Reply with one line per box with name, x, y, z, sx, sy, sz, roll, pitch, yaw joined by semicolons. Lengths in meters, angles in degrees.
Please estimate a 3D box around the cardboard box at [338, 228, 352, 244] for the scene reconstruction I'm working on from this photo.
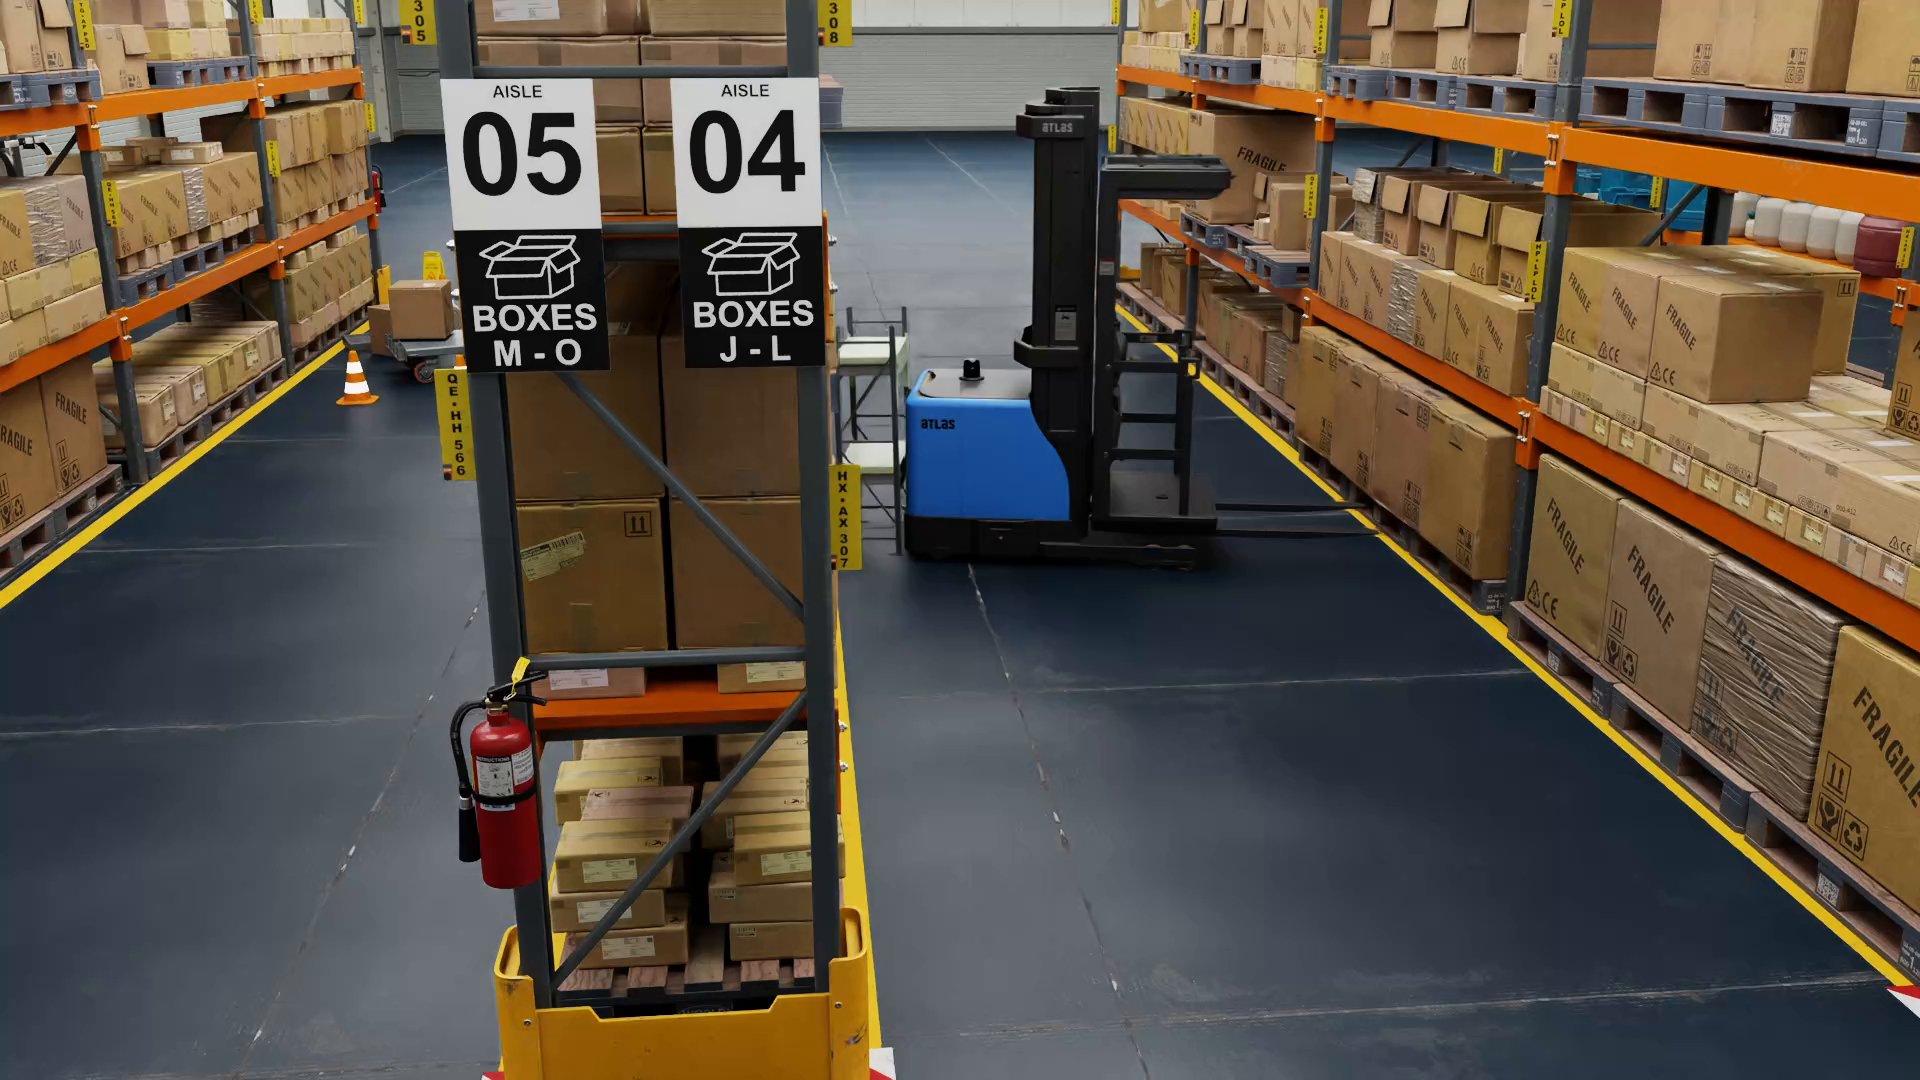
cardboard box;-6.978;-3.363;18.435;0.380;0.149;0.250;-1;17;-5

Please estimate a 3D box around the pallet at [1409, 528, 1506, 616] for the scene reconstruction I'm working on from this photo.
pallet;3.493;0.152;10.341;1.003;0.211;1.213;-2;18;-6

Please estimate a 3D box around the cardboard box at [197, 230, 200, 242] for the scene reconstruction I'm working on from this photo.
cardboard box;-6.691;-2.578;14.099;0.380;0.149;0.250;-2;18;-8

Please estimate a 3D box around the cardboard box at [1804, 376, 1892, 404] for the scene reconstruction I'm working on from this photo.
cardboard box;4.063;-0.592;7.808;0.500;0.250;0.500;-1;17;-5

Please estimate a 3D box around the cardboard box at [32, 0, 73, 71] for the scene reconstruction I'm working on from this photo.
cardboard box;-6.433;-3.410;11.148;0.797;0.503;0.637;-3;18;-9

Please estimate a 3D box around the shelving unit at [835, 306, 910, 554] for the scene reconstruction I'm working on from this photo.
shelving unit;-0.569;-0.735;10.999;0.431;1.500;0.755;0;17;4

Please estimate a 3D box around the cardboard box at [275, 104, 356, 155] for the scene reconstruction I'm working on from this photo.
cardboard box;-6.978;-4.441;17.983;0.700;0.500;0.500;-2;18;-6

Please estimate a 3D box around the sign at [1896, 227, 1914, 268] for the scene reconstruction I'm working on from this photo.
sign;7.615;-2.354;13.396;0.100;0.325;0.005;-2;18;-6

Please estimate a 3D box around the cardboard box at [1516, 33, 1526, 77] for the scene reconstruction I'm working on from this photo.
cardboard box;3.624;-2.870;9.749;0.500;0.311;0.500;-2;18;-8

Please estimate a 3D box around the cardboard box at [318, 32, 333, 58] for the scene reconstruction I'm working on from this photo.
cardboard box;-7.017;-5.273;17.711;0.500;0.250;0.500;-1;17;-4

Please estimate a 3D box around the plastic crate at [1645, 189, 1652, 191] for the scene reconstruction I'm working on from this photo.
plastic crate;7.890;-3.799;18.625;0.450;0.188;0.662;-2;18;-6

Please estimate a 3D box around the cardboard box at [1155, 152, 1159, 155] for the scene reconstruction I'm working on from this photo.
cardboard box;2.659;-4.106;18.585;0.875;0.500;0.500;-2;18;-6

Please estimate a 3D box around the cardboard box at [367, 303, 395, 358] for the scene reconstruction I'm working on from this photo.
cardboard box;-5.792;-2.198;17.340;0.500;0.500;0.500;11;21;32

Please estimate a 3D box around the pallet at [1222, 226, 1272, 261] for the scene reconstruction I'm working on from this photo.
pallet;2.990;-2.640;14.897;1.003;0.211;1.213;-2;18;-6

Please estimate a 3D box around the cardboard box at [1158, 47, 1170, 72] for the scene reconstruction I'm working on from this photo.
cardboard box;2.415;-5.129;17.750;0.500;0.250;0.500;-2;18;-6

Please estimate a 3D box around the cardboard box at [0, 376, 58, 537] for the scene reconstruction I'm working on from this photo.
cardboard box;-6.546;-0.549;10.764;0.875;0.875;0.875;-2;17;-5

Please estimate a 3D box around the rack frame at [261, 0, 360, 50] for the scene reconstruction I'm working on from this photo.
rack frame;-7.447;-7.082;18.712;1.000;3.000;0.127;-2;18;-6

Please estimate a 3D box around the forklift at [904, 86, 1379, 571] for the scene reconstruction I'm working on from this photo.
forklift;1.187;-1.367;10.638;3.031;2.935;1.130;2;17;5

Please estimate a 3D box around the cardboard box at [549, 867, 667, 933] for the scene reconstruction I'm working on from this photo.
cardboard box;-1.222;1.233;5.802;0.380;0.149;0.250;-2;18;-7

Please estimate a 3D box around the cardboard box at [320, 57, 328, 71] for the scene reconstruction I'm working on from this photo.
cardboard box;-7.048;-5.130;17.921;0.380;0.149;0.250;-2;18;-6

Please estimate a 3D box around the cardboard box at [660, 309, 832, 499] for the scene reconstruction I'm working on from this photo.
cardboard box;-0.666;-0.445;5.253;0.500;0.500;0.500;-2;18;-6

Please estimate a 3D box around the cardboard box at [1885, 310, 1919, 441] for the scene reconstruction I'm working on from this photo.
cardboard box;4.168;-0.642;6.715;0.500;0.500;0.500;-2;18;-7

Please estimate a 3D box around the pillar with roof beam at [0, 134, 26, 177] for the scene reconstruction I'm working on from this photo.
pillar with roof beam;-9.545;-8.613;23.589;9.100;9.000;0.400;-2;18;-6

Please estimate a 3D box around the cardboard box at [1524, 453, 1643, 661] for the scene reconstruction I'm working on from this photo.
cardboard box;3.636;0.062;8.819;0.875;0.875;0.875;-2;18;-6

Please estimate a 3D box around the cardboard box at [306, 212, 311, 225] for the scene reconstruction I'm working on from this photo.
cardboard box;-6.933;-3.317;17.155;0.380;0.149;0.250;-2;18;-6

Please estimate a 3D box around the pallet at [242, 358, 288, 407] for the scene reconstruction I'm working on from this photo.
pallet;-6.953;-1.466;15.494;1.003;0.211;1.213;-2;18;-6

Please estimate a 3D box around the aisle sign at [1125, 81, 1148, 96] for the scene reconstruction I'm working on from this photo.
aisle sign;2.105;-5.776;20.226;0.394;0.787;0.004;-2;18;-6

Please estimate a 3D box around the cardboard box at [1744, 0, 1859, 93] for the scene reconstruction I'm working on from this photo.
cardboard box;3.752;-2.126;6.898;0.700;0.500;0.500;-1;17;-3

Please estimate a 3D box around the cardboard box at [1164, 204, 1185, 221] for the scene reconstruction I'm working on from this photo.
cardboard box;2.389;-3.492;17.711;0.380;0.149;0.250;-2;18;-6

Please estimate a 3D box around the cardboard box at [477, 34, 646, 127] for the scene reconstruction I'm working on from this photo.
cardboard box;-1.184;-1.364;4.920;0.500;0.250;0.500;-2;18;-7

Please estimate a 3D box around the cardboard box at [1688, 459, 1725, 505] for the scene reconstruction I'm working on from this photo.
cardboard box;3.510;-0.268;7.443;0.380;0.149;0.250;-2;18;-7

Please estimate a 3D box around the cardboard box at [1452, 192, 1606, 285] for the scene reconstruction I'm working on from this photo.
cardboard box;3.514;-1.872;10.291;0.797;0.503;0.637;-2;17;-5

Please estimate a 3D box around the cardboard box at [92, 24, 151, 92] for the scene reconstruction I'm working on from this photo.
cardboard box;-6.808;-3.770;12.999;0.797;0.503;0.637;-2;18;-6

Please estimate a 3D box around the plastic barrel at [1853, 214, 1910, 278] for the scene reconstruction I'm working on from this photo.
plastic barrel;7.812;-2.489;13.872;0.600;0.536;0.708;-2;18;-6

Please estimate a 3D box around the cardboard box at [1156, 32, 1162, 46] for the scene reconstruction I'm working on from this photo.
cardboard box;2.381;-5.525;18.346;0.380;0.149;0.250;-2;18;-6

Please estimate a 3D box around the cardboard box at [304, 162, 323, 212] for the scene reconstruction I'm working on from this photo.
cardboard box;-6.917;-3.656;17.152;0.500;0.500;0.500;-2;18;-6

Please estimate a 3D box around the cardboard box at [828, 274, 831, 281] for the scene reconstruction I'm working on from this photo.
cardboard box;-0.914;-1.407;9.375;0.380;0.149;0.250;-1;17;-4

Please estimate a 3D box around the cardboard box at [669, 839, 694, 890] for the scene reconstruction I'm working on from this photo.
cardboard box;-1.214;1.219;6.346;0.380;0.149;0.250;-2;18;-6

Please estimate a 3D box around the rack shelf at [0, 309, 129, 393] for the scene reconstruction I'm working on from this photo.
rack shelf;-6.416;-0.897;10.229;1.077;0.370;4.000;-2;18;-6

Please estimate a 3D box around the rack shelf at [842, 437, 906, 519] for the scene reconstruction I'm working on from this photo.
rack shelf;-0.562;-0.424;11.096;0.431;0.370;0.720;0;17;4

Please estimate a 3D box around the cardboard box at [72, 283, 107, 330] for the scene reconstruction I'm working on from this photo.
cardboard box;-6.312;-1.622;11.587;0.500;0.250;0.500;-2;18;-8

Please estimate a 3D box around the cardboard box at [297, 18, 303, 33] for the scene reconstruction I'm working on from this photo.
cardboard box;-6.985;-5.285;17.082;0.380;0.149;0.250;-1;17;-5

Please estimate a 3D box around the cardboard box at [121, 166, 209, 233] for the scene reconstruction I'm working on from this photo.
cardboard box;-6.604;-2.830;13.819;0.500;0.500;0.500;-2;18;-8

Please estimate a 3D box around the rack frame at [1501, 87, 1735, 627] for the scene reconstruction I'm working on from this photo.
rack frame;3.648;-0.951;9.198;1.000;3.000;0.127;-2;18;-6

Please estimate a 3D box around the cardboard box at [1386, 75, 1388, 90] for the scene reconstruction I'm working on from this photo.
cardboard box;3.440;-3.650;13.038;0.500;0.250;0.500;-1;17;-5

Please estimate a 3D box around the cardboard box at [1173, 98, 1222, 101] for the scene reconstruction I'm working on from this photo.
cardboard box;2.770;-4.888;19.405;0.500;0.500;0.500;-2;18;-6

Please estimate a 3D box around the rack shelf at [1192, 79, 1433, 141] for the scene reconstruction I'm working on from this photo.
rack shelf;3.029;-3.826;14.551;1.077;0.370;4.000;-2;18;-6

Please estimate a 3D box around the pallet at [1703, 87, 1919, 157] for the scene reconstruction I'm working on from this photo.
pallet;3.844;-1.733;6.830;1.003;0.211;1.213;-2;18;-6

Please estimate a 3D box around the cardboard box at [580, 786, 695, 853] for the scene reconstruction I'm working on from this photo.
cardboard box;-1.159;1.013;6.007;0.380;0.149;0.250;-1;17;-5

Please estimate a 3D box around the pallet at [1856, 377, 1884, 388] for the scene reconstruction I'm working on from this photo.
pallet;8.120;-1.197;14.638;1.003;0.211;1.213;-2;18;-6

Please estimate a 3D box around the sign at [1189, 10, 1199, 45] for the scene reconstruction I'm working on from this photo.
sign;2.284;-4.993;16.203;0.100;0.325;0.005;-2;18;-6

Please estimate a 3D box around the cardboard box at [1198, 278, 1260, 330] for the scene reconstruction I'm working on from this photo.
cardboard box;2.821;-2.463;17.485;0.500;0.500;0.500;-2;18;-7

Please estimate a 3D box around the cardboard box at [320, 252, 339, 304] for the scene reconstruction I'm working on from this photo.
cardboard box;-6.946;-2.772;17.637;0.500;0.500;0.500;-1;17;-3

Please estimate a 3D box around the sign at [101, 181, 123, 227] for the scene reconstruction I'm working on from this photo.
sign;-6.070;-2.407;11.903;0.100;0.325;0.005;-2;18;-6

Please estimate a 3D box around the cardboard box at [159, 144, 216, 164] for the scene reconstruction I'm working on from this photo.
cardboard box;-6.627;-3.311;14.269;0.380;0.149;0.250;-3;18;-8

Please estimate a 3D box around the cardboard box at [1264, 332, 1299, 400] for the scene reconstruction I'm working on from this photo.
cardboard box;3.076;-1.524;14.462;0.700;0.500;0.500;-3;18;-10
